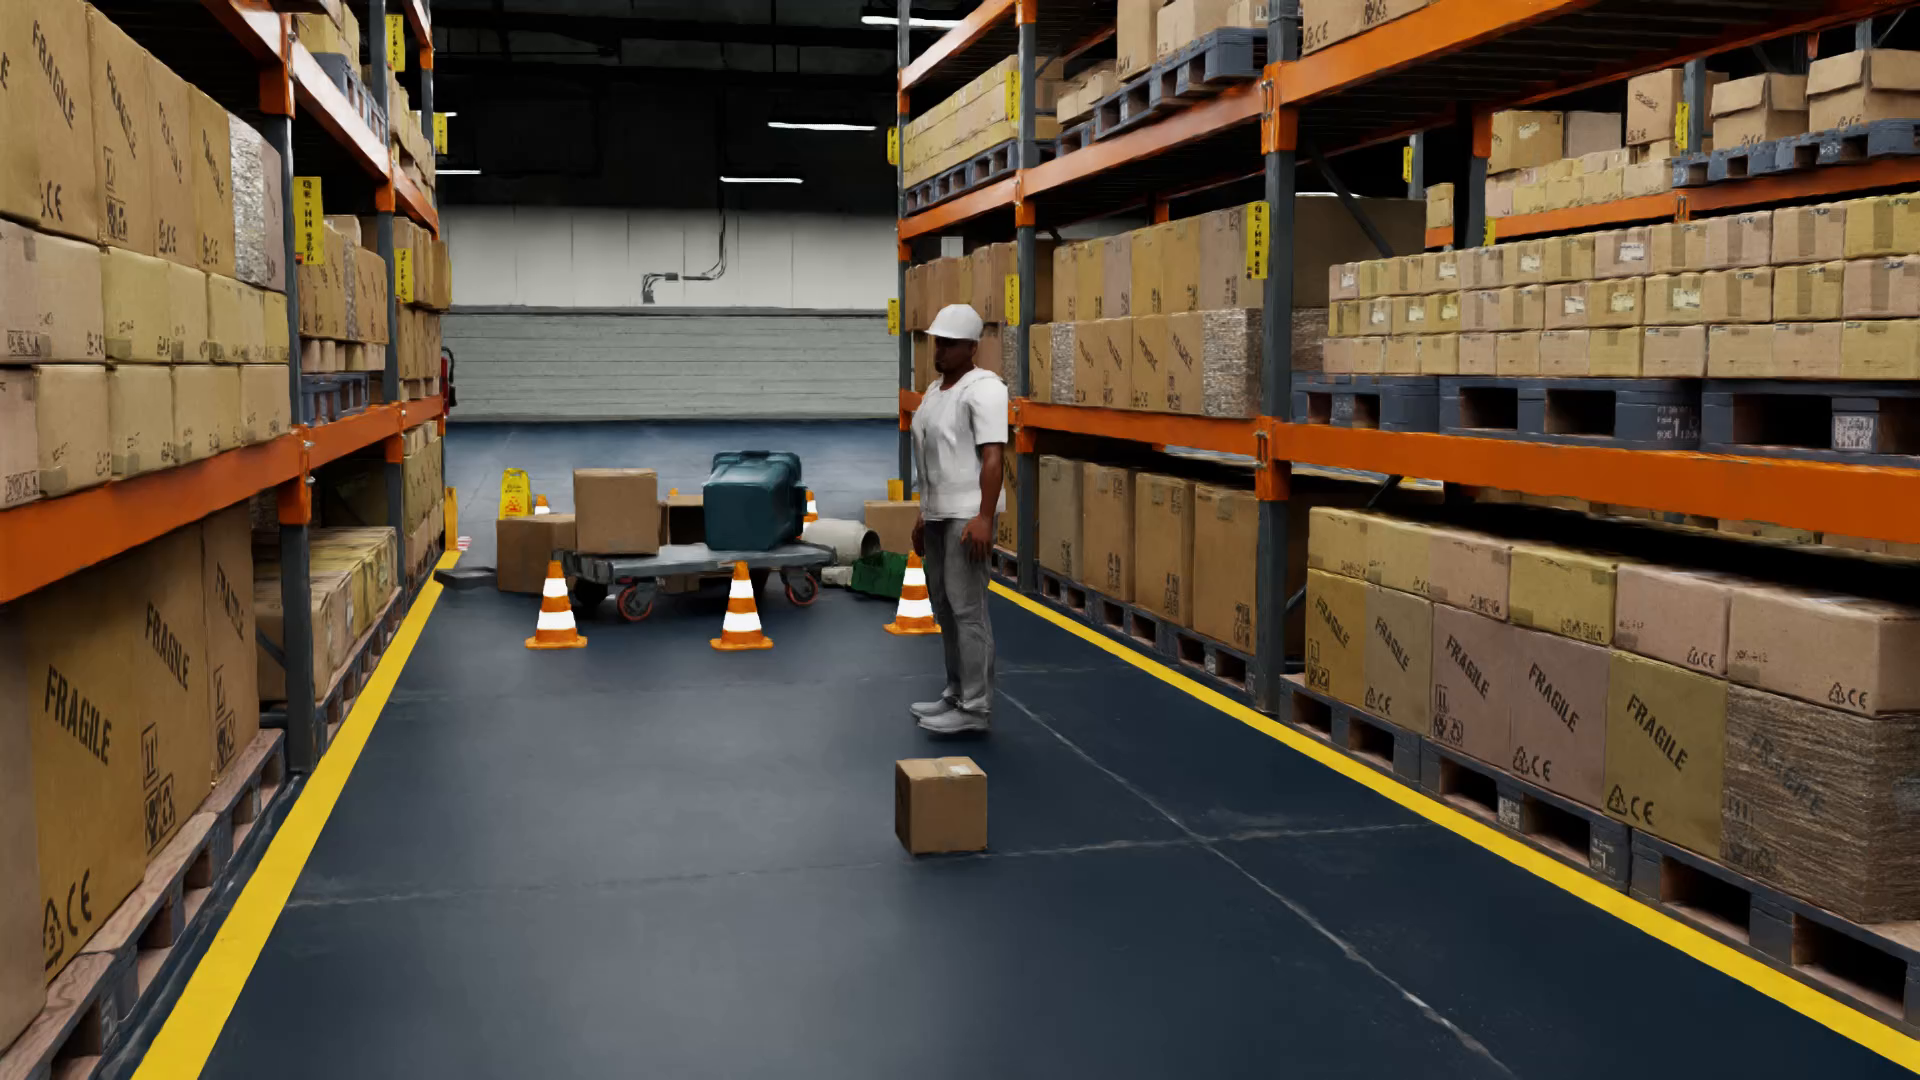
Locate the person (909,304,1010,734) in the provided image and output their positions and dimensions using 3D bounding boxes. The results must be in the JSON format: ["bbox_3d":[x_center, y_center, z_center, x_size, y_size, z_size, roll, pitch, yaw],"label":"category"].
[{"bbox_3d":[-0.032,-0.091,6.935,0.384,1.773,0.650,-3,7,-25],"label":"person"}]
